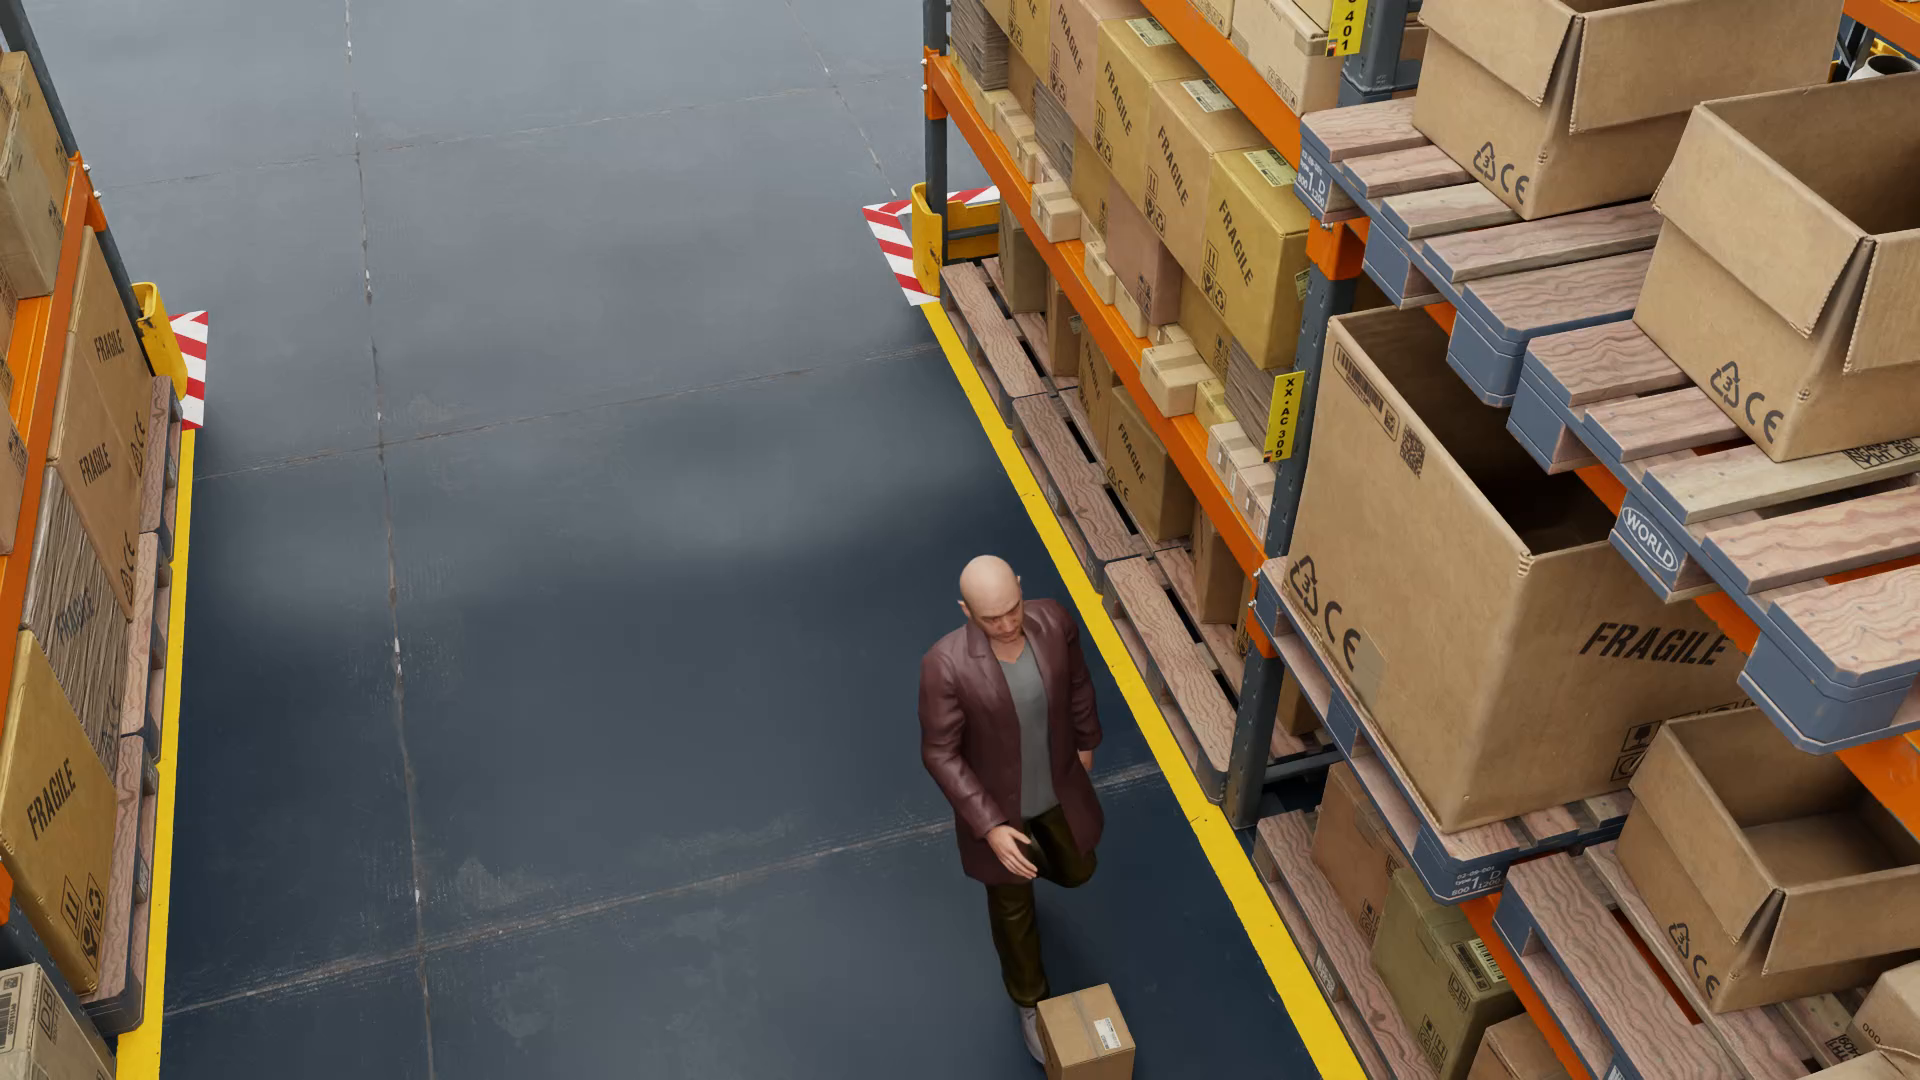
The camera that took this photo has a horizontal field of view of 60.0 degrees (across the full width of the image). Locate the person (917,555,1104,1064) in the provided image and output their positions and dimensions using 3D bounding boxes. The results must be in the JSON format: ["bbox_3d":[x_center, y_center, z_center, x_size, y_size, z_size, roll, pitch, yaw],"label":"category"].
[{"bbox_3d":[0.225,0.825,5.258,0.666,1.732,0.851,-19,45,-20],"label":"person"}]
